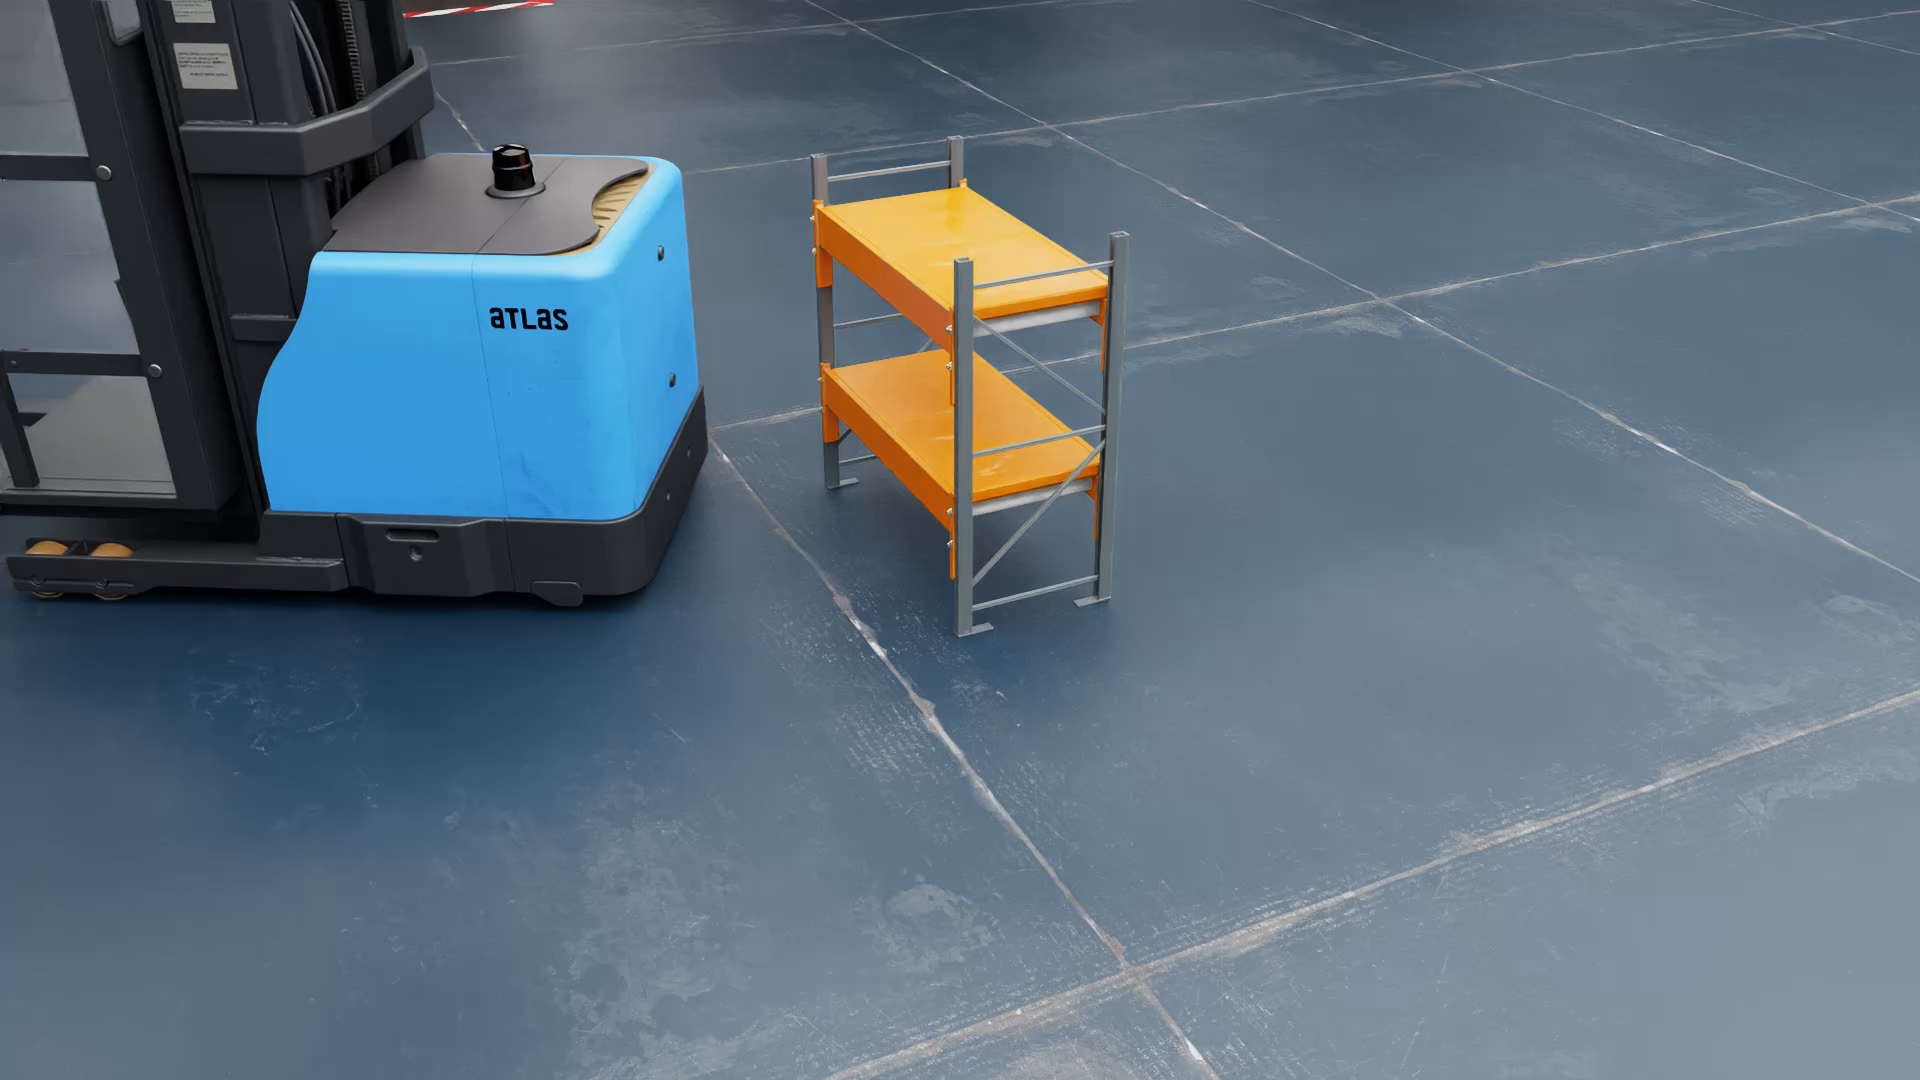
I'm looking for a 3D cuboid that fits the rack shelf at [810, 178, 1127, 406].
[{"bbox_3d":[-0.003,-0.749,4.837,0.538,0.278,1.000,-13,32,-22],"label":"rack shelf"}]

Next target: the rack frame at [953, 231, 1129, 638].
[{"bbox_3d":[0.215,-0.269,4.580,0.500,1.125,0.032,-13,32,-22],"label":"rack frame"}]

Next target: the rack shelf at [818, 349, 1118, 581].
[{"bbox_3d":[-0.003,-0.280,5.100,0.538,0.278,1.000,-13,32,-22],"label":"rack shelf"}]

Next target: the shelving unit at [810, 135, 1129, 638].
[{"bbox_3d":[-0.003,-0.494,4.980,0.538,1.125,1.048,-13,32,-22],"label":"shelving unit"}]

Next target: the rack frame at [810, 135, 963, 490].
[{"bbox_3d":[-0.221,-0.718,5.381,0.500,1.125,0.032,-13,32,-22],"label":"rack frame"}]

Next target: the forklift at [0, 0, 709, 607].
[{"bbox_3d":[-2.392,-1.355,4.670,3.031,2.935,1.130,2,29,3],"label":"forklift"}]
